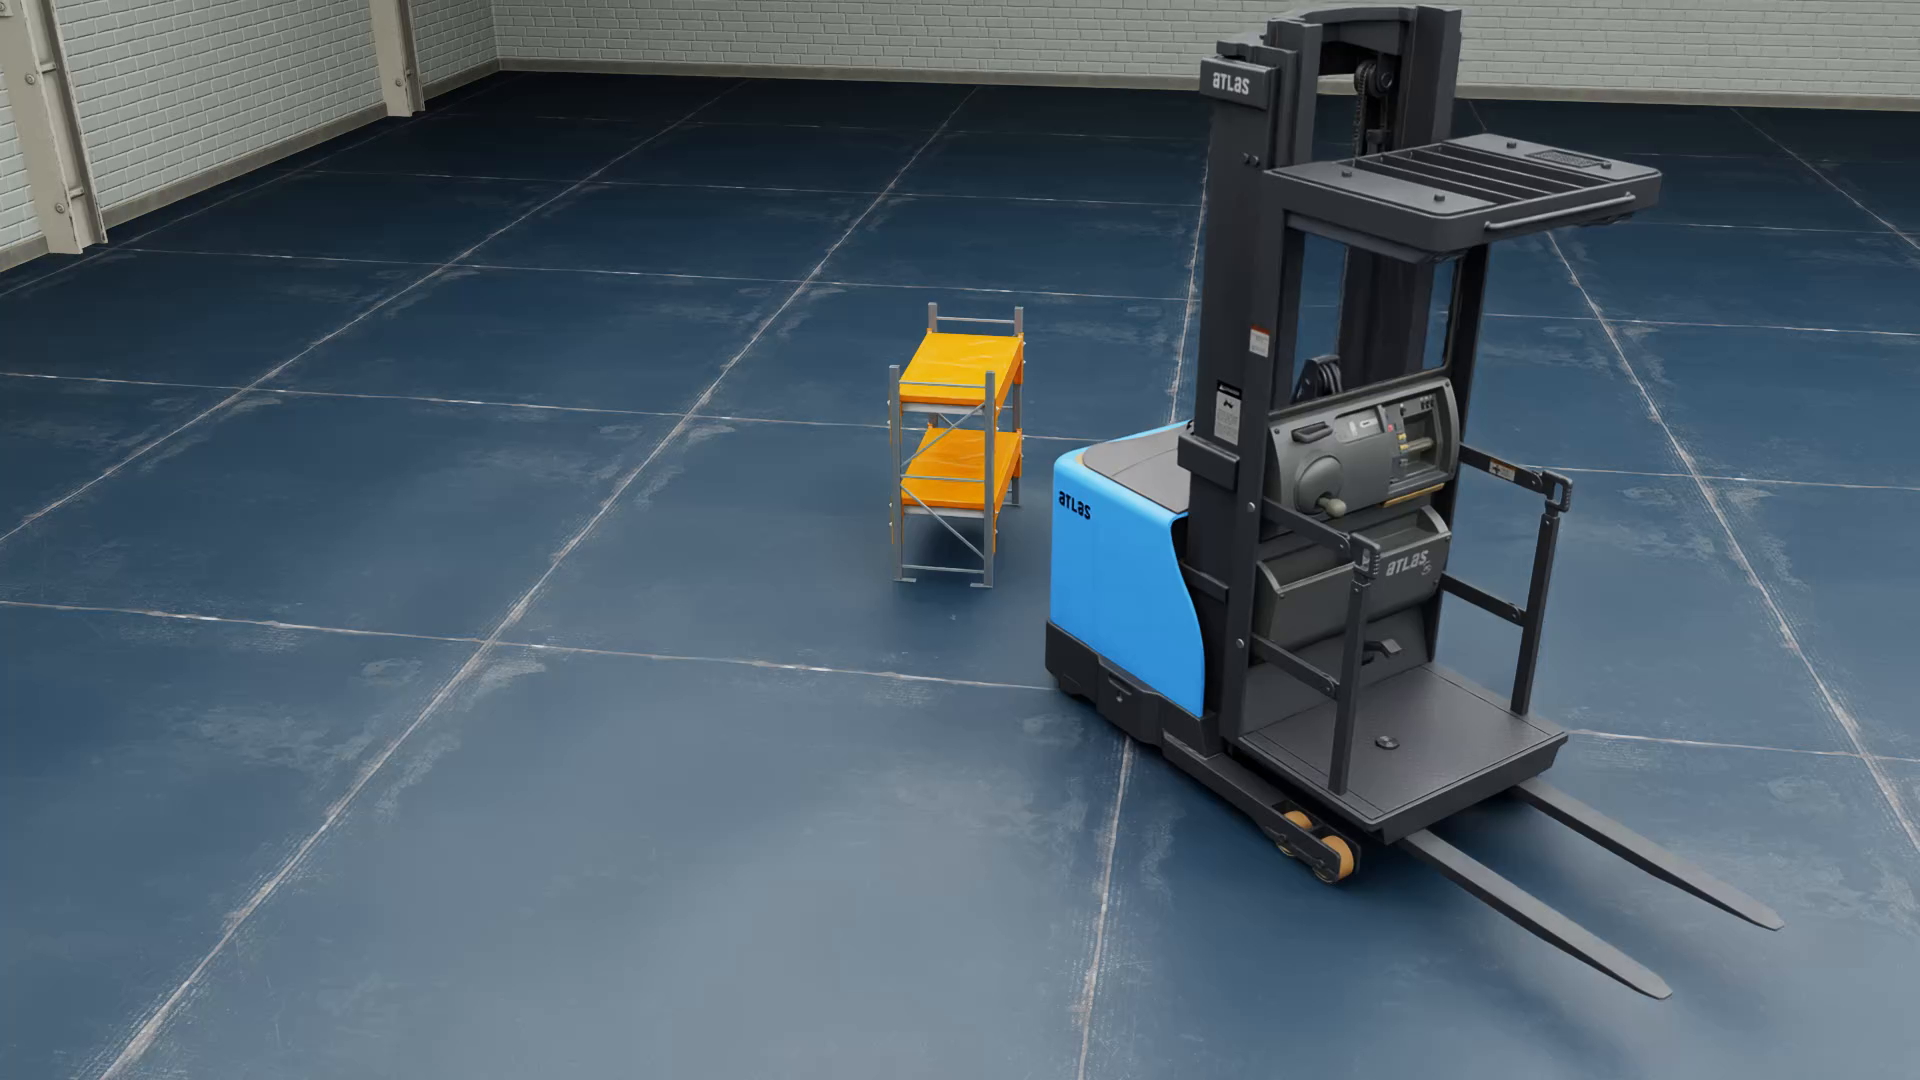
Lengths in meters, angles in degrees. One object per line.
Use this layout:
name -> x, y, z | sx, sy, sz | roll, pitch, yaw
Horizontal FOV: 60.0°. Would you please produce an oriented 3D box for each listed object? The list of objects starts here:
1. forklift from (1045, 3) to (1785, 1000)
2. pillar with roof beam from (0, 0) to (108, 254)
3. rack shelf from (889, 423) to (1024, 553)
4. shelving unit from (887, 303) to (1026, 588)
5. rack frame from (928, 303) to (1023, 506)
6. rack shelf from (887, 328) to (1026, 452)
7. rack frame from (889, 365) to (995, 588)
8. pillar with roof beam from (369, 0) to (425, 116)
forklift -> 1.616, -0.308, 5.951 | 1.130, 2.935, 3.031 | -16, 29, -30
pillar with roof beam -> -3.201, -6.250, 11.487 | 9.100, 9.000, 0.400 | 4, 25, 9
rack shelf -> -0.001, -0.285, 8.609 | 0.538, 0.278, 1.000 | 4, 25, 9
shelving unit -> -0.001, -0.507, 8.505 | 0.538, 1.125, 1.048 | 4, 25, 9
rack frame -> 0.082, -0.719, 8.960 | 0.500, 1.125, 0.032 | 4, 25, 9
rack shelf -> -0.001, -0.772, 8.381 | 0.538, 0.278, 1.000 | 4, 25, 9
rack frame -> -0.084, -0.294, 8.051 | 0.500, 1.125, 0.032 | 4, 25, 9
pillar with roof beam -> -2.220, -8.759, 16.848 | 9.100, 9.000, 0.400 | 4, 25, 9
